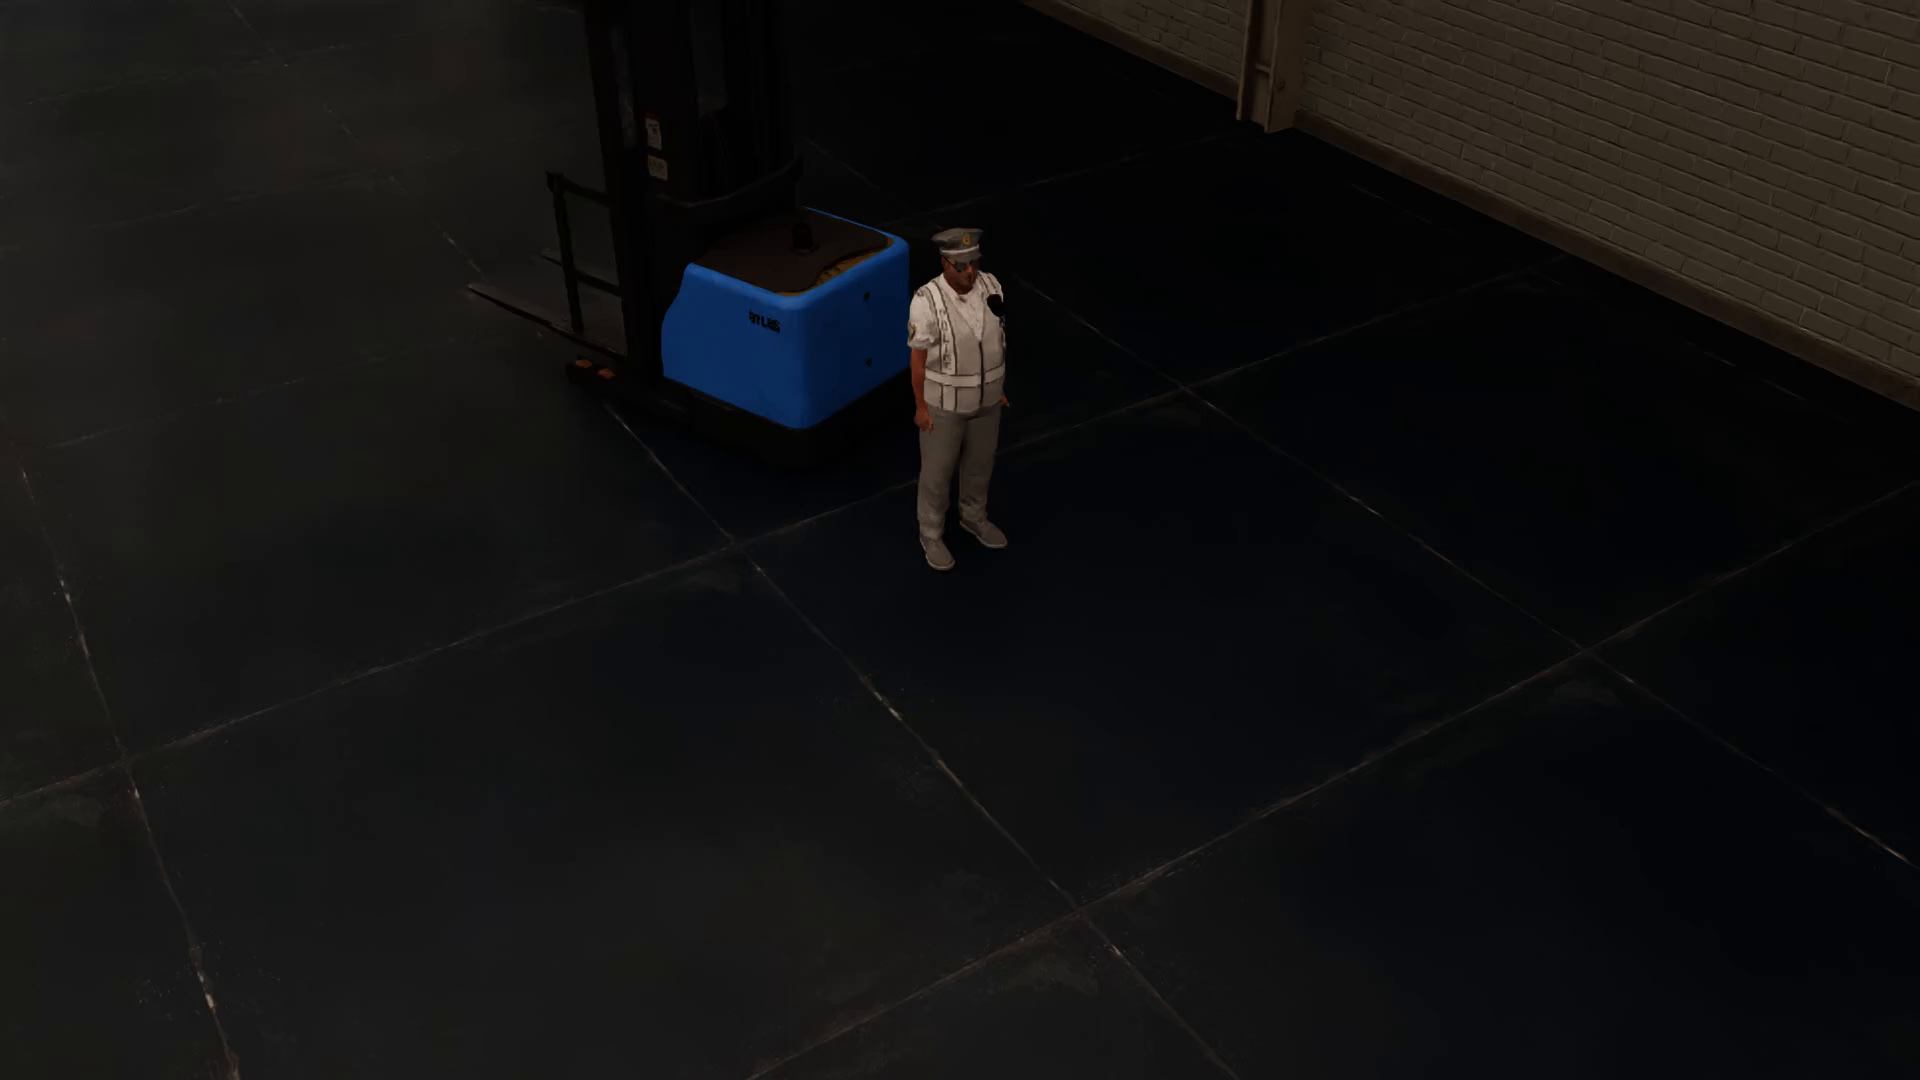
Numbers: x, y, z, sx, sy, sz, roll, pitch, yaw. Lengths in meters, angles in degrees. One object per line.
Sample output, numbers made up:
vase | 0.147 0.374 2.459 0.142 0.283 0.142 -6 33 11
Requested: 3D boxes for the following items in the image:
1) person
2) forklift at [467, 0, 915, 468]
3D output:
person | 0.009 -0.717 8.178 0.523 1.773 0.396 -21 40 -27
forklift | -1.745 -2.274 9.384 3.031 2.935 1.130 23 41 29
